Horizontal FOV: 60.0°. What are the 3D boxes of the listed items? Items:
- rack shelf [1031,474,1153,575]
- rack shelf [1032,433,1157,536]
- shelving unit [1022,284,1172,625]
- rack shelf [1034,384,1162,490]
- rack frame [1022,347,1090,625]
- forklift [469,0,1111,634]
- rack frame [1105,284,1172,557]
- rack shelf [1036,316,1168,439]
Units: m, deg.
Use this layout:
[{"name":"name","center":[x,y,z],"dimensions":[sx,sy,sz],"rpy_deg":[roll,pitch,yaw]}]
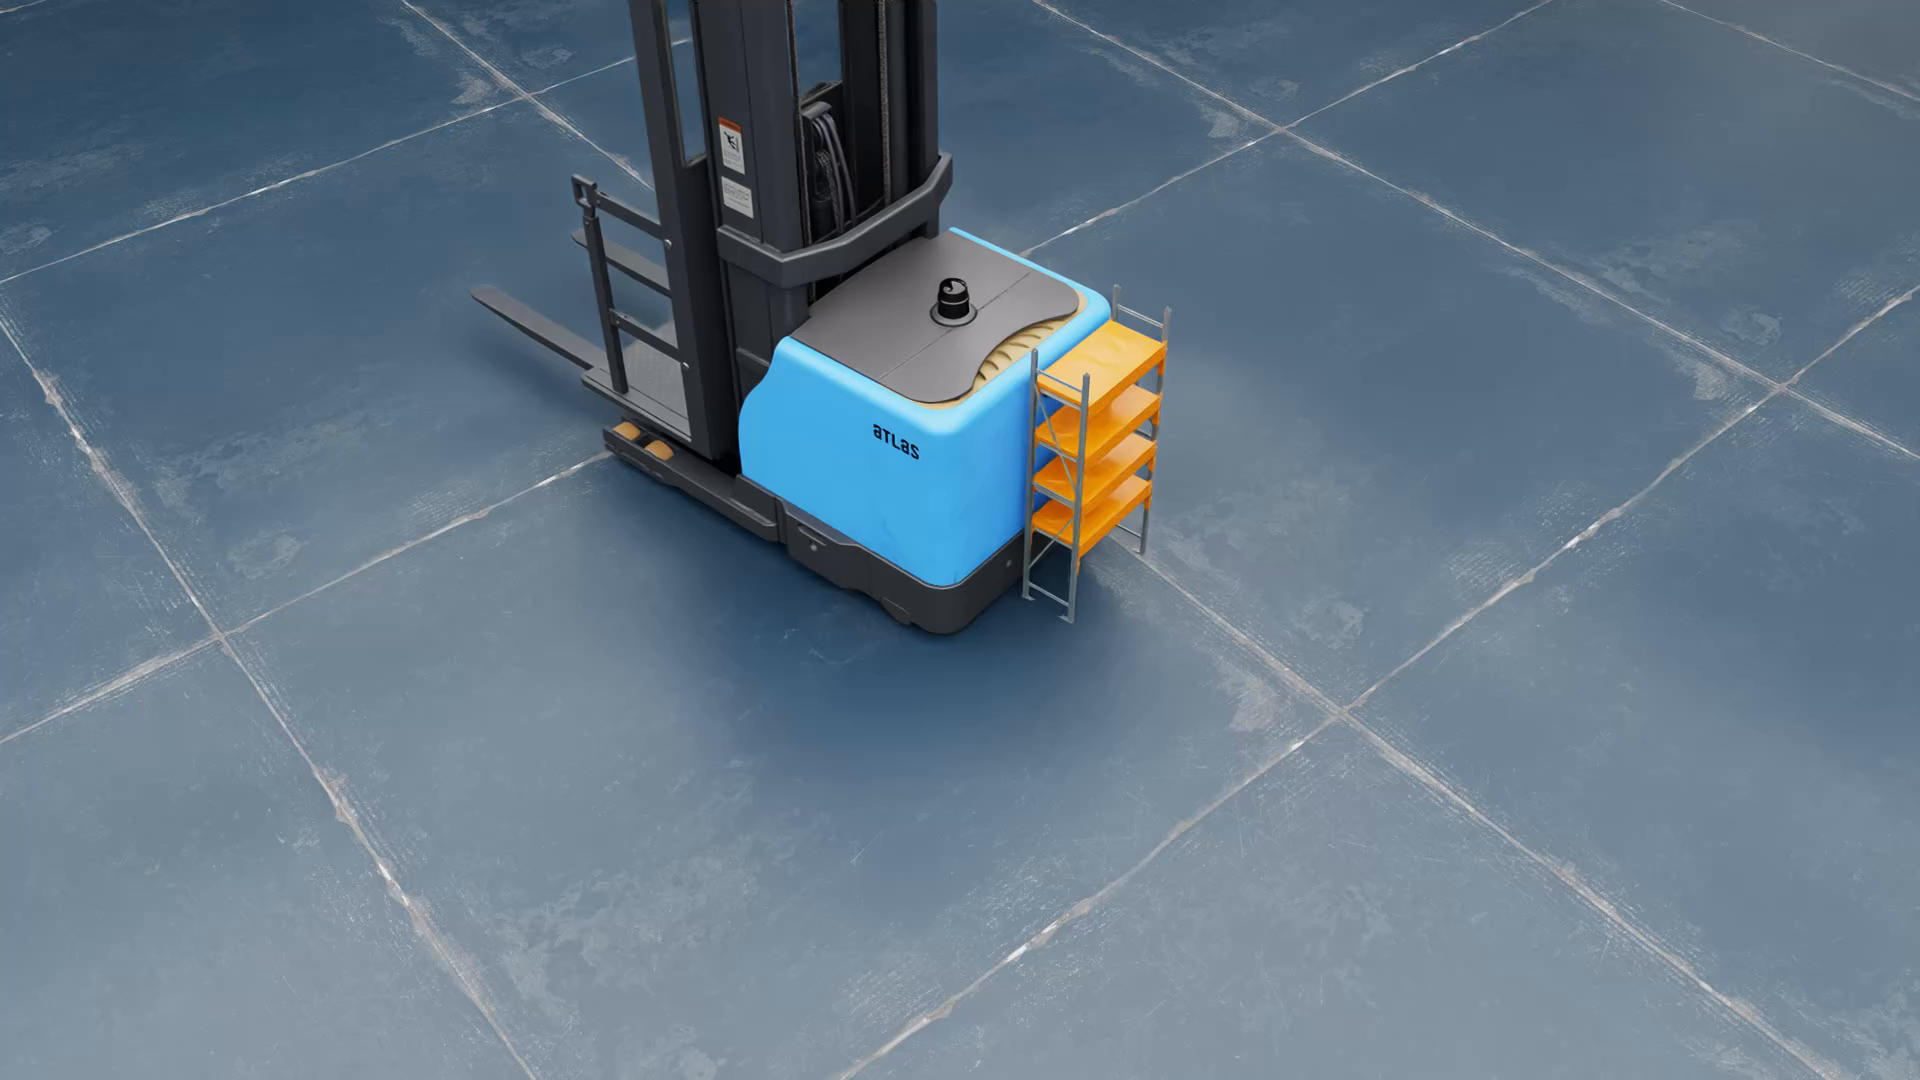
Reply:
[{"name":"rack shelf","center":[0.495,-0.104,6.372],"dimensions":[0.258,0.148,0.480],"rpy_deg":[29,50,27]},{"name":"rack shelf","center":[0.495,-0.248,6.236],"dimensions":[0.258,0.148,0.480],"rpy_deg":[29,50,27]},{"name":"shelving unit","center":[0.495,-0.297,6.190],"dimensions":[0.258,1.200,0.503],"rpy_deg":[29,50,27]},{"name":"rack shelf","center":[0.495,-0.411,6.083],"dimensions":[0.258,0.148,0.480],"rpy_deg":[29,50,27]},{"name":"rack frame","center":[0.341,-0.168,6.052],"dimensions":[0.240,1.200,0.015],"rpy_deg":[29,50,27]},{"name":"forklift","center":[-0.883,-1.570,6.280],"dimensions":[3.031,2.935,1.130],"rpy_deg":[30,51,28]},{"name":"rack frame","center":[0.649,-0.427,6.328],"dimensions":[0.240,1.200,0.015],"rpy_deg":[29,50,27]},{"name":"rack shelf","center":[0.495,-0.584,5.921],"dimensions":[0.258,0.148,0.480],"rpy_deg":[29,50,27]}]
